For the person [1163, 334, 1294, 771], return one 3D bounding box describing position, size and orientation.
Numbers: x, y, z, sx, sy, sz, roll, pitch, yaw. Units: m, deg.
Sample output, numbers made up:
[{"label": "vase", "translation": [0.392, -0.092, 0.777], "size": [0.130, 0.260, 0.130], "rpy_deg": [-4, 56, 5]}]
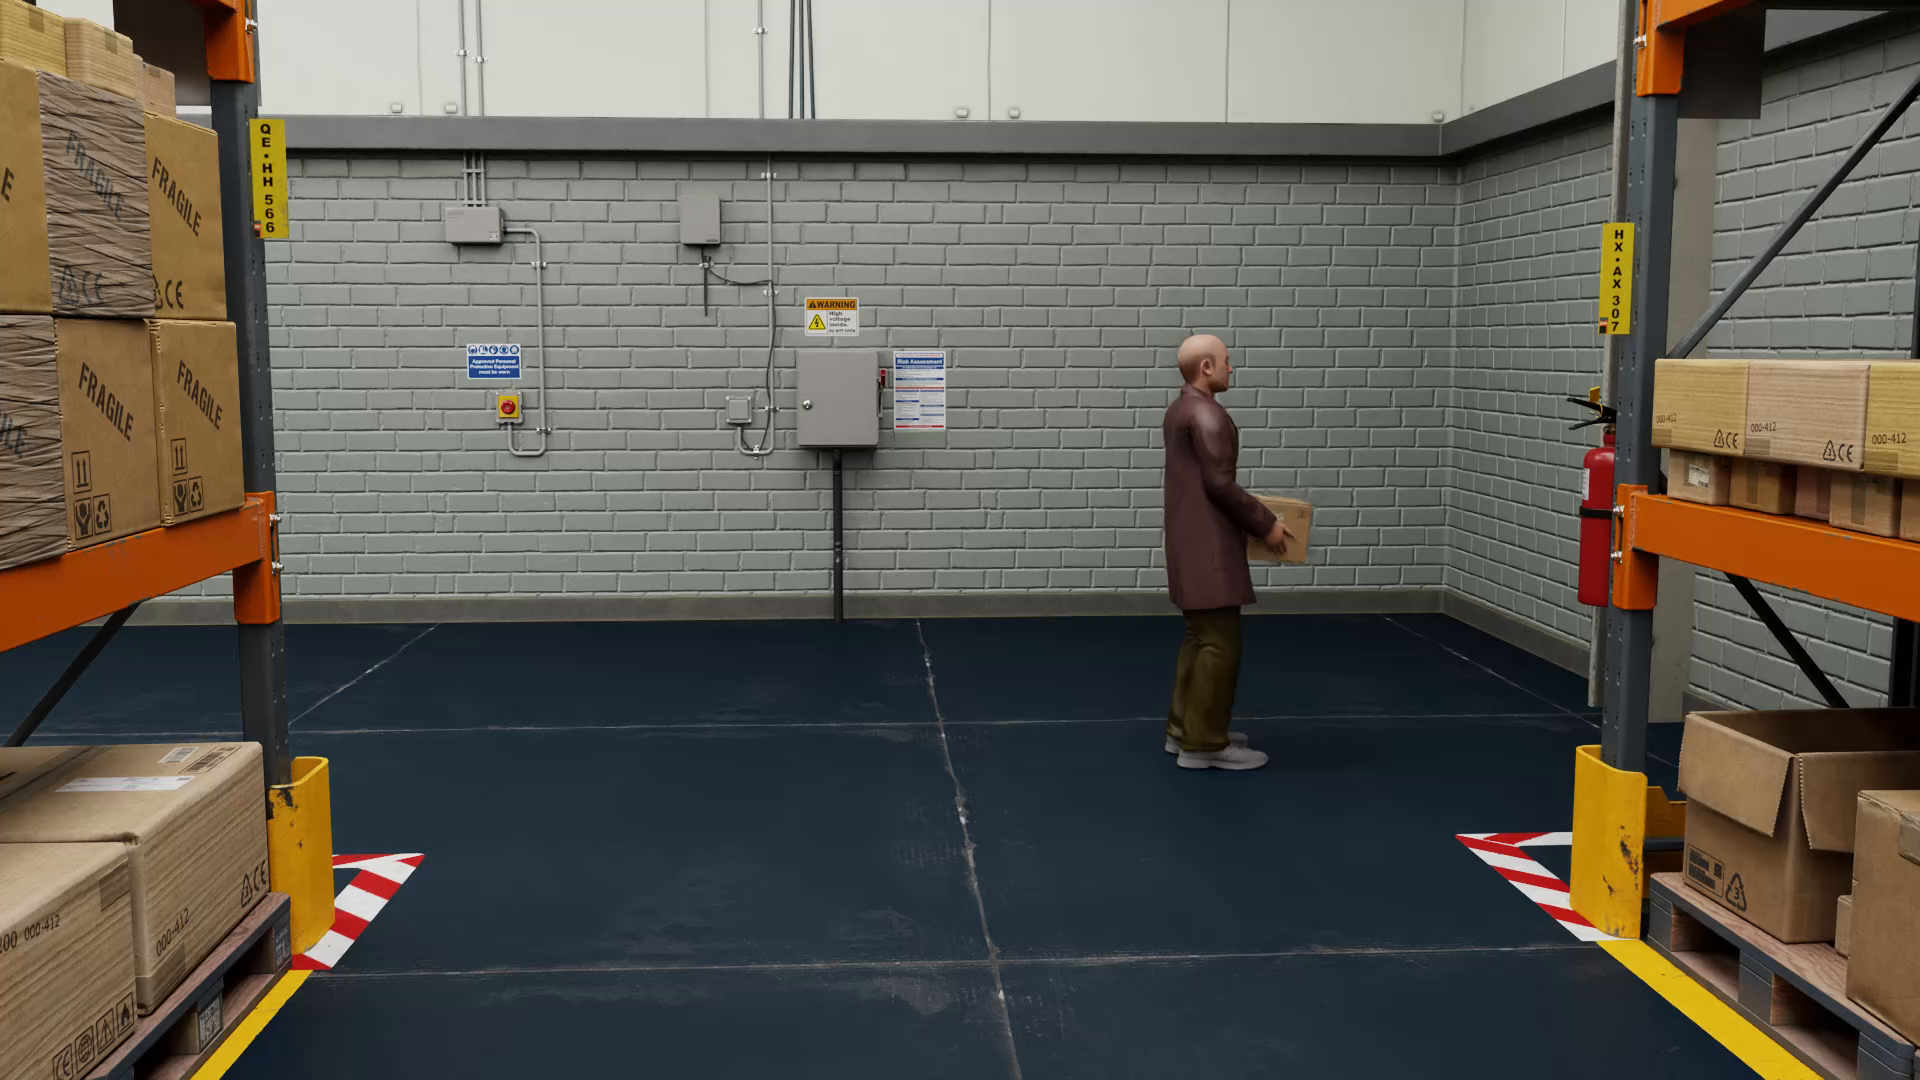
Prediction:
[{"label": "person", "translation": [1.110, 0.039, 6.936], "size": [0.508, 1.782, 0.563], "rpy_deg": [-1, 7, -4]}]
